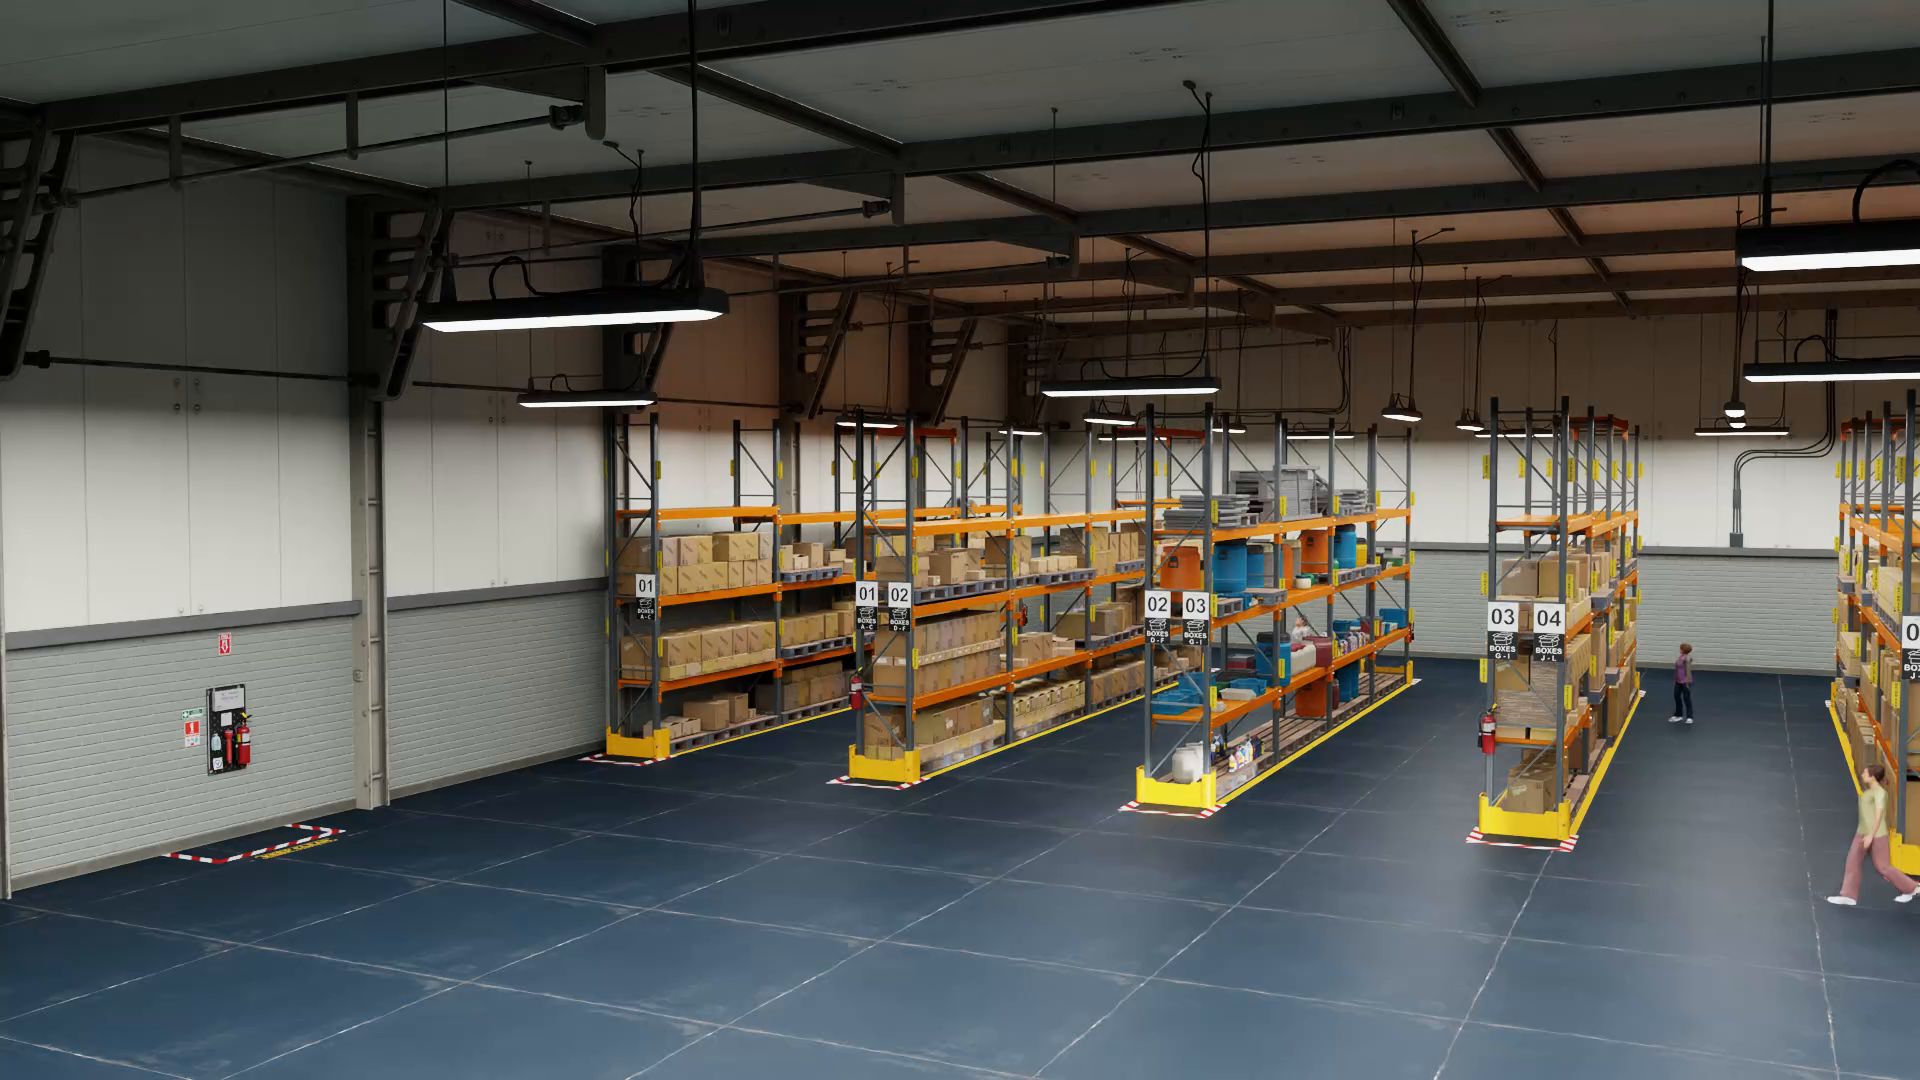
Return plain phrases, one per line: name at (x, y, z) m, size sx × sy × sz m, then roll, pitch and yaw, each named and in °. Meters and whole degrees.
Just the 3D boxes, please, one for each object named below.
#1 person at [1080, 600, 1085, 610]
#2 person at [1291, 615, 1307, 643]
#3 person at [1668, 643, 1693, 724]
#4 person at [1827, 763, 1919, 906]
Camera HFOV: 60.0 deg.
person at (3.305, 2.359, 43.558) m, size 0.550 × 1.637 × 0.423 m, roll 0°, pitch 2°, yaw 5°
person at (7.766, 2.574, 38.238) m, size 0.462 × 1.685 × 0.619 m, roll 1°, pitch 3°, yaw 29°
person at (14.293, 2.820, 32.909) m, size 0.375 × 1.606 × 0.594 m, roll 0°, pitch 2°, yaw -5°
person at (10.467, 3.374, 18.999) m, size 0.951 × 1.644 × 0.420 m, roll 0°, pitch 2°, yaw -1°
